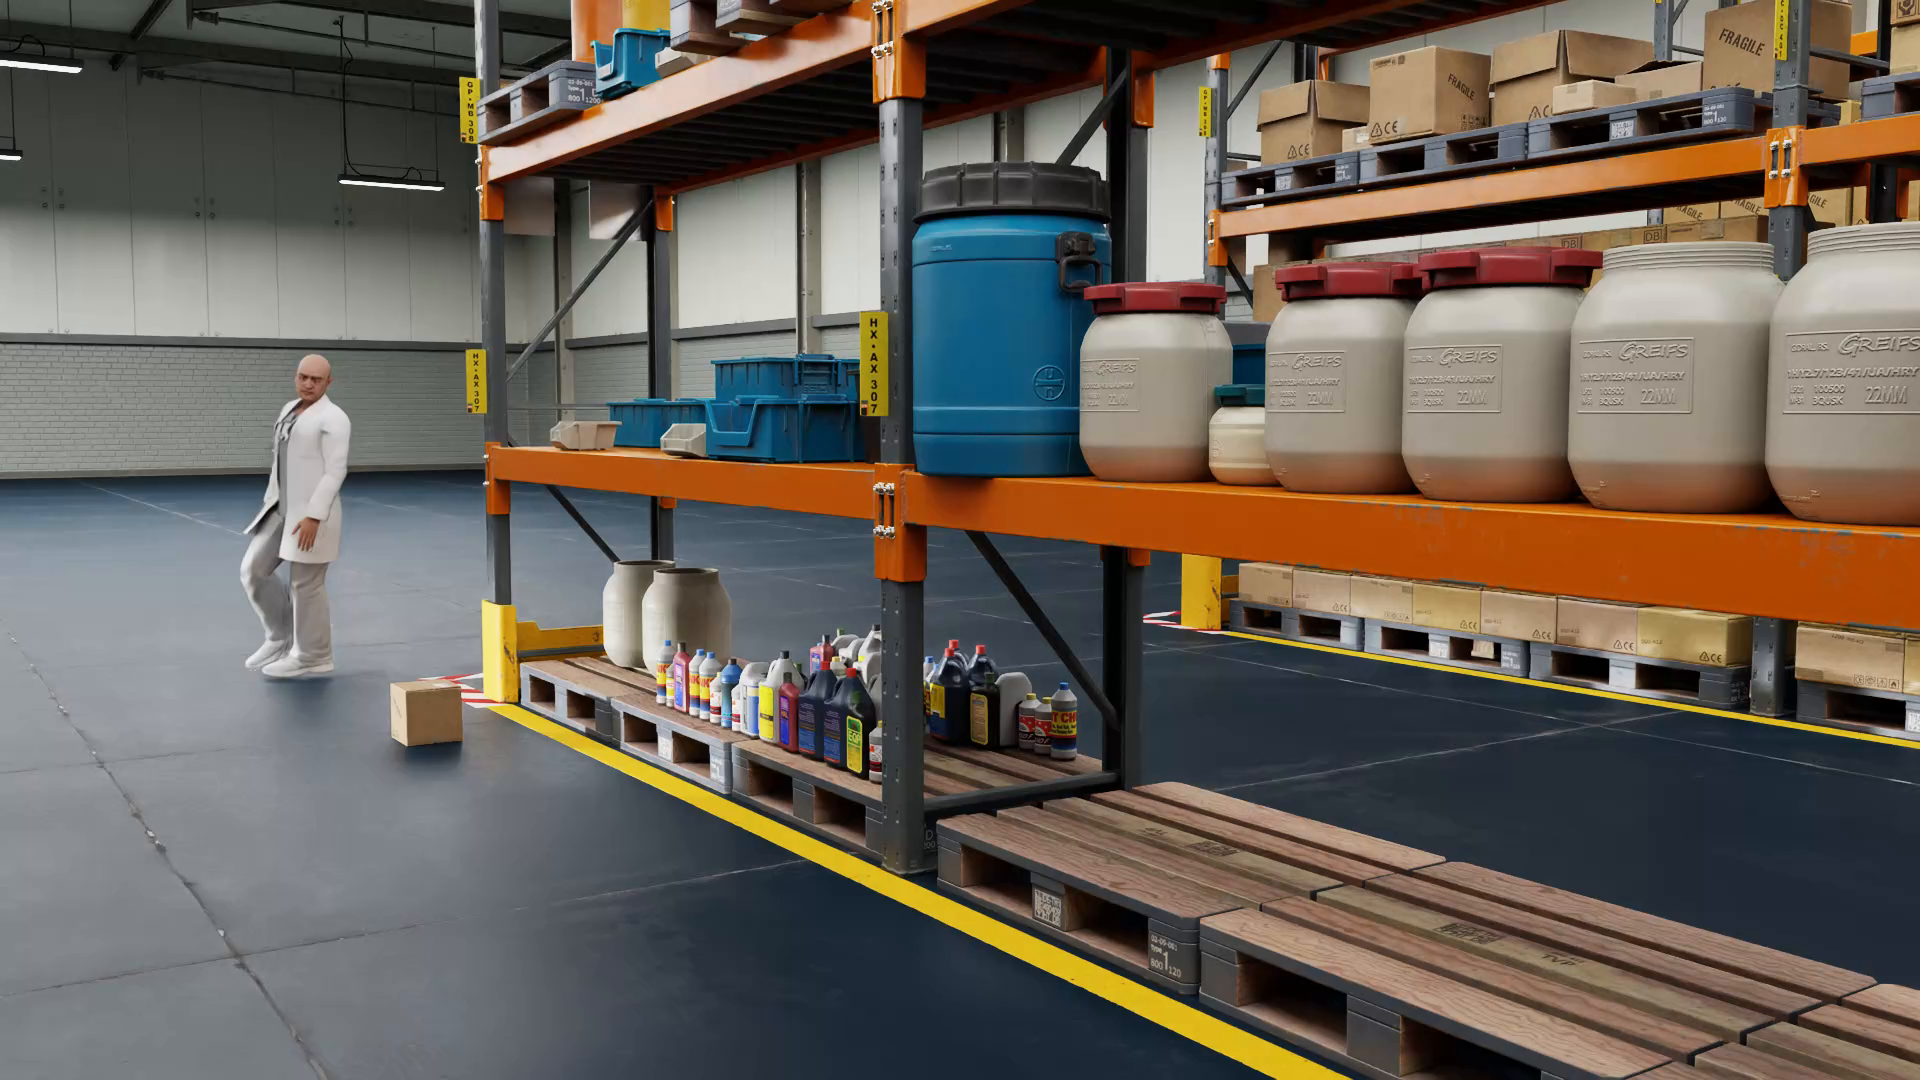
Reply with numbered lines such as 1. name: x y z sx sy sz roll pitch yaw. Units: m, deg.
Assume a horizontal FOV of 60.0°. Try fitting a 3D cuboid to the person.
1. person: -3.626 -0.123 9.081 0.693 1.768 0.466 4 6 38
